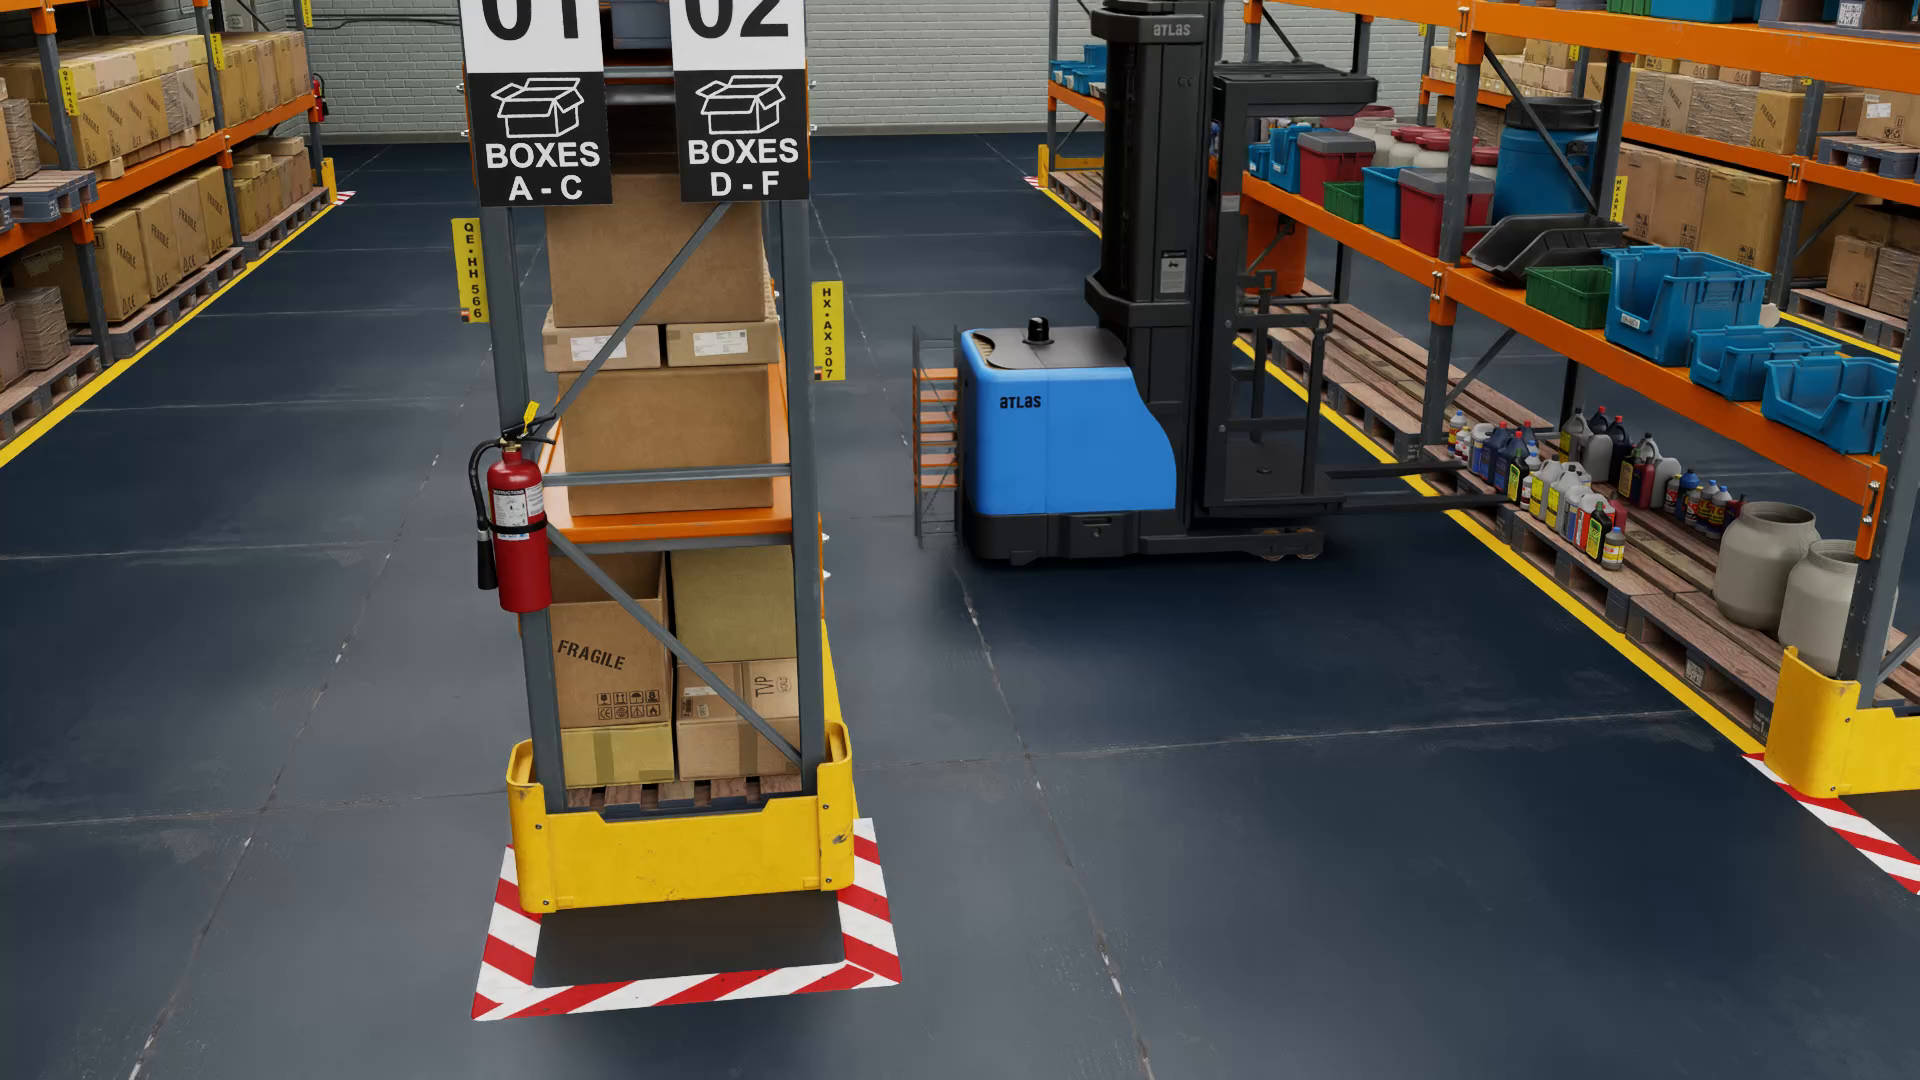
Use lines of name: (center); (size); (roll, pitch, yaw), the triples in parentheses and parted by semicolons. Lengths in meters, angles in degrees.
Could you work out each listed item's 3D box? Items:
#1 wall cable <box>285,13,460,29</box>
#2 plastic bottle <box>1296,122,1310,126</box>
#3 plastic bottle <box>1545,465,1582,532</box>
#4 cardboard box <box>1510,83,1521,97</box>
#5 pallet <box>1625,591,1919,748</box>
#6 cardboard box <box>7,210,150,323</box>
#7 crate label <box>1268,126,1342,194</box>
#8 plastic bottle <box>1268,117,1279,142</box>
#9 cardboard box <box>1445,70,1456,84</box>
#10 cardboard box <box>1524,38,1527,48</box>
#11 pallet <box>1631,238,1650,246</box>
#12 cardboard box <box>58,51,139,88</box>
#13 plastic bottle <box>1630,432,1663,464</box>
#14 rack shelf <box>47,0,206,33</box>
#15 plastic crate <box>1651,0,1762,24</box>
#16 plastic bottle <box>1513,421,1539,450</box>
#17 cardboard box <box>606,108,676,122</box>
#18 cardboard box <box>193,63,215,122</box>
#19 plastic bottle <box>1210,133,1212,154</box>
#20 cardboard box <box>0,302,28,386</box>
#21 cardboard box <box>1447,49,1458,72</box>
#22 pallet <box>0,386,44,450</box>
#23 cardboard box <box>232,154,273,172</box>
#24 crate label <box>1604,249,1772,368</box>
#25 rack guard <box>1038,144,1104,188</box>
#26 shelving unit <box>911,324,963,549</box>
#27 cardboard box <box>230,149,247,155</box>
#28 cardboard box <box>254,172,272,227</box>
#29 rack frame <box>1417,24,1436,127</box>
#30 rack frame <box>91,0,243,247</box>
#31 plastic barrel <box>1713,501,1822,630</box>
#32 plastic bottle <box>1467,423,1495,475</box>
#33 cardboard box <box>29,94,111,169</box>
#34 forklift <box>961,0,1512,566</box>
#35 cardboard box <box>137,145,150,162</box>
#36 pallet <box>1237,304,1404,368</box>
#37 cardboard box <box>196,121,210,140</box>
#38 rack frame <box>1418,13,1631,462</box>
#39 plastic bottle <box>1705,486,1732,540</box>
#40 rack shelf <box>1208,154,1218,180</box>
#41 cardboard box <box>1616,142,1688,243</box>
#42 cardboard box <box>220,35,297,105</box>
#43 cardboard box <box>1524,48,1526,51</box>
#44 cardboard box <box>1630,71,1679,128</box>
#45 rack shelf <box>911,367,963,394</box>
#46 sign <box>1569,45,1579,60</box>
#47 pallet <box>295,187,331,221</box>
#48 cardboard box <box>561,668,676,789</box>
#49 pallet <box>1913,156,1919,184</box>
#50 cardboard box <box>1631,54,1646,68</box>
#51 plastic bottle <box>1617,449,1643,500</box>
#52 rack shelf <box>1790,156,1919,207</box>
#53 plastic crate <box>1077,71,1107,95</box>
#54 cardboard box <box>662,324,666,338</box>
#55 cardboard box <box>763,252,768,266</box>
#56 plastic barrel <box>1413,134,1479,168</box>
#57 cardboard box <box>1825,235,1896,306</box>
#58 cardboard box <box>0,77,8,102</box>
wall cable: (-8.646, -8.828, 24.428); (3.097, 2.526, 0.112); (-3, 21, -8)
plastic bottle: (2.964, -3.494, 14.460); (0.152, 0.276, 0.135); (-3, 21, -8)
plastic bottle: (3.170, -0.228, 8.698); (0.144, 0.351, 0.185); (-2, 21, -6)
cardboard box: (6.581, -5.188, 19.178); (0.380, 0.149, 0.250); (-3, 21, -7)
pallet: (3.757, 0.545, 7.455); (1.003, 0.211, 1.213); (-3, 21, -8)
cardboard box: (-7.007, -2.177, 13.229); (0.750, 0.750, 0.750); (-3, 21, -8)
crate label: (2.648, -2.884, 12.601); (0.502, 0.435, 0.616); (-3, 21, -8)
plastic bottle: (2.874, -3.773, 15.214); (0.097, 0.271, 0.097); (0, 20, 0)
cardboard box: (6.321, -5.811, 20.845); (0.380, 0.149, 0.250); (-3, 21, -9)
cardboard box: (6.851, -6.510, 21.077); (0.500, 0.500, 0.500); (-3, 21, -7)
pallet: (7.462, -2.867, 16.591); (1.003, 0.211, 1.213); (-3, 21, -8)
cardboard box: (-6.995, -3.802, 13.440); (0.500, 0.250, 0.500); (-3, 21, -7)
plastic bottle: (3.802, -0.419, 9.208); (0.144, 0.351, 0.185); (-3, 21, -8)
rack shelf: (-7.319, -4.486, 13.682); (1.077, 0.370, 4.000); (-3, 21, -8)
plastic crate: (3.353, -2.498, 7.354); (0.392, 0.384, 0.575); (-3, 21, -8)
plastic bottle: (3.198, -0.513, 9.459); (0.144, 0.351, 0.185); (-3, 21, -8)
cardboard box: (-1.265, -1.572, 7.141); (0.700, 0.500, 0.500); (-3, 21, -8)
cardboard box: (-7.291, -4.159, 15.468); (0.500, 0.500, 0.500); (-3, 21, -9)
plastic bottle: (2.218, -3.473, 14.511); (0.097, 0.201, 0.097); (0, 20, 0)
cardboard box: (-6.916, -1.330, 11.434); (0.700, 0.500, 0.500); (-3, 21, -8)
cardboard box: (6.404, -5.955, 20.662); (0.500, 0.250, 0.500); (-3, 21, -8)
pallet: (-6.747, -0.727, 10.862); (1.003, 0.211, 1.213); (-3, 21, -8)
cardboard box: (-7.558, -4.013, 17.719); (0.380, 0.149, 0.250); (-4, 21, -9)
crate label: (3.393, -1.096, 7.812); (0.502, 0.435, 0.616); (-3, 21, -8)
rack guard: (1.603, -4.832, 21.439); (1.175, 0.500, 0.348); (-3, 21, -8)
shelving unit: (-0.121, -0.552, 8.979); (0.258, 1.200, 0.189); (-2, 21, -6)
cardboard box: (-8.015, -4.182, 18.172); (0.380, 0.149, 0.250); (-3, 21, -7)
cardboard box: (-7.683, -3.575, 17.472); (0.700, 0.500, 0.500); (-3, 21, -8)
rack frame: (6.521, -6.245, 21.650); (1.000, 3.000, 0.127); (-3, 21, -8)
rack frame: (-7.607, -4.111, 15.935); (1.000, 3.000, 0.127); (-3, 21, -8)
plastic barrel: (3.683, 0.116, 7.575); (0.421, 0.512, 0.421); (0, 20, 0)
plastic bottle: (3.035, -0.528, 9.606); (0.152, 0.276, 0.135); (-2, 21, -6)
cardboard box: (-6.848, -3.102, 12.639); (0.500, 0.500, 0.500); (-2, 21, -6)
forklift: (1.527, -1.442, 8.889); (3.031, 2.935, 1.130); (-2, 21, -6)
cardboard box: (-7.081, -3.274, 14.025); (0.380, 0.149, 0.250); (-3, 21, -7)
pallet: (2.846, -1.649, 13.330); (1.003, 0.211, 1.213); (-3, 21, -8)
cardboard box: (-7.219, -3.813, 15.470); (0.380, 0.149, 0.250); (-3, 21, -7)
rack frame: (3.349, -1.841, 9.857); (1.000, 3.000, 0.127); (-3, 21, -8)
plastic bottle: (3.924, -0.146, 8.590); (0.097, 0.271, 0.097); (0, 20, 0)
rack shelf: (2.485, -3.581, 15.545); (1.077, 0.370, 4.000); (-3, 21, -8)
cardboard box: (7.339, -3.532, 16.821); (1.225, 0.875, 0.875); (-4, 21, -10)
cardboard box: (-7.985, -5.209, 18.446); (0.980, 0.700, 0.700); (-3, 21, -8)
cardboard box: (6.926, -5.984, 20.740); (0.500, 0.250, 0.500); (-3, 21, -9)
cardboard box: (7.061, -4.388, 16.534); (0.500, 0.500, 0.500); (-3, 21, -9)
rack shelf: (-0.122, -0.848, 8.868); (0.258, 0.103, 0.180); (-2, 21, -6)
sign: (6.548, -5.274, 17.700); (0.100, 0.325, 0.005); (-3, 21, -8)
pallet: (-7.991, -3.916, 19.401); (1.003, 0.211, 1.213); (-3, 21, -8)
cardboard box: (-1.346, 0.713, 6.348); (0.500, 0.250, 0.500); (-3, 21, -8)
pallet: (8.000, -2.702, 12.438); (1.003, 0.211, 1.213); (-3, 21, -8)
cardboard box: (7.198, -5.156, 17.158); (0.797, 0.503, 0.637); (-3, 21, -9)
plastic bottle: (3.704, -0.373, 9.182); (0.061, 0.283, 0.133); (-3, 21, -8)
rack shelf: (7.962, -2.446, 12.506); (1.077, 0.370, 4.000); (-3, 21, -8)
plastic crate: (1.562, -5.283, 19.228); (0.416, 0.233, 0.300); (-3, 21, -8)
cardboard box: (-1.111, -0.598, 6.387); (0.700, 0.500, 0.500); (-2, 21, -6)
cardboard box: (-0.970, -1.062, 6.702); (0.380, 0.149, 0.250); (-4, 21, -10)
plastic barrel: (3.323, -2.501, 11.430); (0.433, 0.535, 0.433); (0, 20, 0)
cardboard box: (7.790, -2.279, 13.976); (0.700, 0.500, 0.500); (-4, 21, -11)
cardboard box: (-6.951, -3.165, 11.703); (0.380, 0.149, 0.250); (-6, 21, -15)
